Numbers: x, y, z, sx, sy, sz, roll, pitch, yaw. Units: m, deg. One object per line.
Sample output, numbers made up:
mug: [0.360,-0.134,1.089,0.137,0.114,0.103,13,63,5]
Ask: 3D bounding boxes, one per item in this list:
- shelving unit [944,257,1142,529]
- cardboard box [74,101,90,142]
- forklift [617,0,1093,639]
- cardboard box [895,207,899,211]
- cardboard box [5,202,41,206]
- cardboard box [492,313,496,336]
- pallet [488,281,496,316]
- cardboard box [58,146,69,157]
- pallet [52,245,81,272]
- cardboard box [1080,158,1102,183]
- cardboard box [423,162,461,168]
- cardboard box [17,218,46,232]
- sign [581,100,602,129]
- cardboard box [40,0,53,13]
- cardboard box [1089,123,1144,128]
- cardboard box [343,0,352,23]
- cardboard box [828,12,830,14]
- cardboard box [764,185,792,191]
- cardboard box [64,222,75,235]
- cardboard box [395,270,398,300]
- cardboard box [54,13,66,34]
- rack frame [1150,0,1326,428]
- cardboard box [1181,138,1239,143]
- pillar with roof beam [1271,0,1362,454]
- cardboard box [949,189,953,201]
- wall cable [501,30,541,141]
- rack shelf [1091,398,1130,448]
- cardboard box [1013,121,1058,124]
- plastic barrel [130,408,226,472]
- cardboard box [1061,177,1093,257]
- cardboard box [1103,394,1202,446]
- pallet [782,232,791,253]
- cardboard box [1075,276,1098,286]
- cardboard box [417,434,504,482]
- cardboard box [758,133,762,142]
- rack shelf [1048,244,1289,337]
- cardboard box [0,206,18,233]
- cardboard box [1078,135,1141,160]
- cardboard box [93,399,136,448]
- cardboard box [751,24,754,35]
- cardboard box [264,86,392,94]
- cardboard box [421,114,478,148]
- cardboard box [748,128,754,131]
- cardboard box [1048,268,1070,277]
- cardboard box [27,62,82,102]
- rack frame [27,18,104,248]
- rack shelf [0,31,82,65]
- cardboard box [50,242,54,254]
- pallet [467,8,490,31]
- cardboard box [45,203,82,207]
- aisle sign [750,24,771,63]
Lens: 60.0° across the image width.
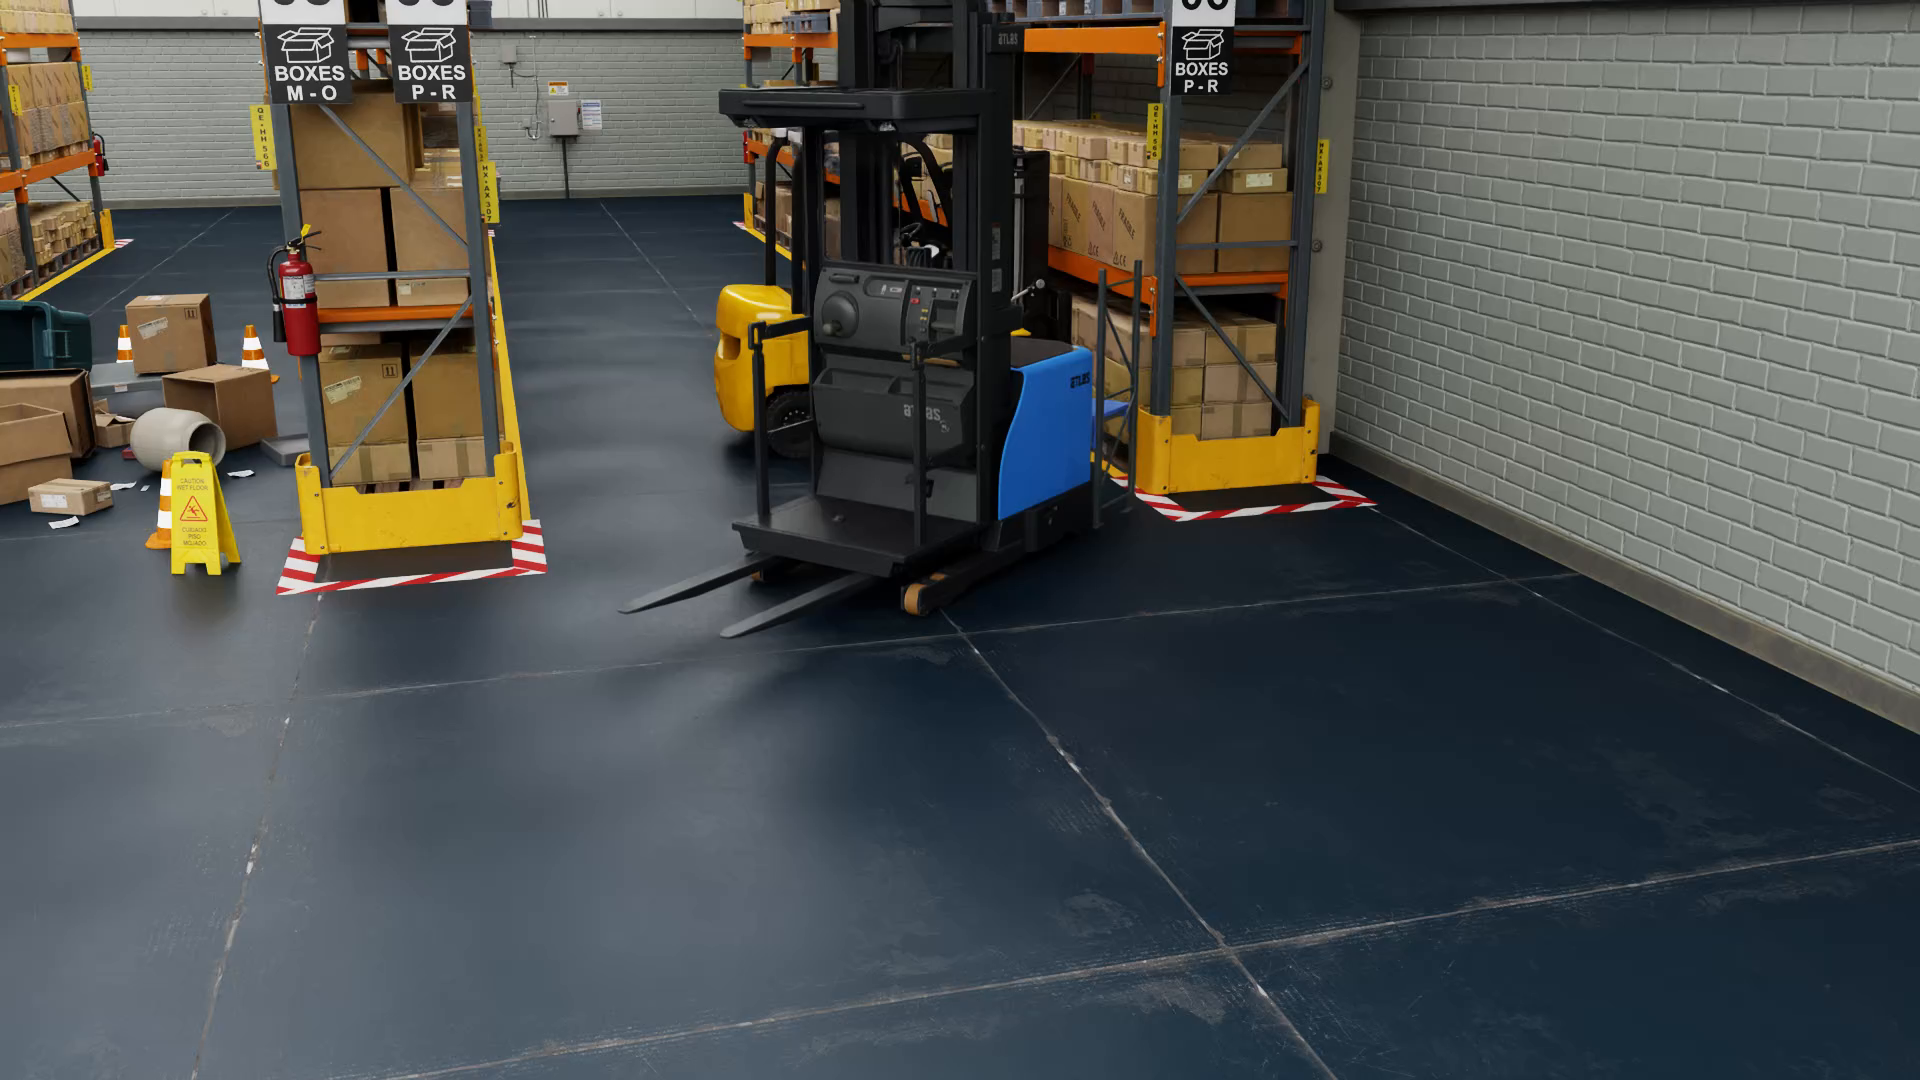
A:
shelving unit: [0.481,-0.924,9.922,1.048,1.500,0.538,10,19,30]
cardboard box: [-11.835,-5.516,21.910,0.500,0.500,0.500,-4,17,-14]
forklift: [-0.463,-1.180,8.285,1.130,2.935,3.031,11,20,32]
cardboard box: [-0.644,-3.802,19.382,0.380,0.149,0.250,-5,17,-16]
cardboard box: [-12.388,-4.378,22.005,0.380,0.149,0.250,-6,18,-18]
cardboard box: [-3.318,-1.202,10.984,0.500,0.500,0.500,-4,17,-14]
pallet: [-5.420,-2.524,17.489,1.003,0.211,1.213,-5,17,-15]
cardboard box: [-11.592,-4.957,21.178,0.380,0.149,0.250,-6,18,-18]
pallet: [-11.664,-3.509,20.765,1.003,0.211,1.213,-5,17,-15]
cardboard box: [1.043,-2.533,11.370,0.380,0.149,0.250,-5,18,-17]
cardboard box: [-3.375,-2.190,10.839,0.500,0.500,0.500,-5,17,-16]
cardboard box: [-11.231,-3.773,19.989,0.380,0.149,0.250,-5,17,-17]
sign: [-6.568,-7.583,29.648,0.329,0.494,0.001,-5,17,-15]
cardboard box: [-11.554,-6.643,20.531,0.500,0.250,0.500,-4,17,-14]
cardboard box: [1.217,-3.150,12.908,0.380,0.149,0.250,-5,17,-16]
cardboard box: [-3.444,-2.816,8.835,0.380,0.149,0.250,-5,17,-15]
cardboard box: [-1.469,-6.805,21.424,0.500,0.250,0.500,-5,17,-17]
cardboard box: [-2.428,-4.830,23.932,0.700,0.500,0.500,-4,17,-13]
cardboard box: [-11.434,-3.926,21.017,0.380,0.149,0.250,-4,17,-12]
cardboard box: [-3.054,-1.482,9.608,0.380,0.149,0.250,-4,17,-14]
cardboard box: [-11.679,-6.549,21.086,0.500,0.250,0.500,-5,17,-15]
rack frame: [1.695,-1.816,10.285,1.000,3.000,0.127,-5,17,-15]
cardboard box: [1.682,-2.574,10.990,0.380,0.149,0.250,-4,17,-14]
pillar with roof beam: [-1.769,-4.613,9.168,9.100,9.000,0.400,-5,17,-15]
cardboard box: [0.205,-2.970,14.385,0.500,0.250,0.500,-4,17,-14]
wall cable: [-7.686,-8.009,29.133,0.588,1.984,0.122,-5,17,-15]
rack shelf: [0.481,-0.752,9.974,1.000,0.185,0.538,10,19,30]
cardboard box: [0.573,-3.248,13.234,0.380,0.149,0.250,-4,17,-14]
plastic barrel: [-5.100,-0.641,10.850,0.512,0.421,0.421,7,18,23]
cardboard box: [1.032,-2.266,11.607,0.500,0.500,0.500,-5,17,-16]
cardboard box: [1.262,-0.806,10.970,0.500,0.250,0.500,-5,17,-15]
pallet: [-1.791,-3.990,22.369,1.003,0.211,1.213,-5,17,-15]
cardboard box: [1.196,-1.885,12.826,0.500,0.250,0.500,-5,17,-15]
cardboard box: [-3.033,-0.552,10.126,0.500,0.250,0.500,-5,17,-16]
cardboard box: [-2.761,-5.943,24.458,0.380,0.149,0.250,-4,17,-14]
rack shelf: [1.145,-2.025,12.230,1.077,0.370,4.000,-5,17,-15]
cardboard box: [-10.659,-3.500,18.202,0.500,0.250,0.500,-5,17,-17]
cardboard box: [1.023,-2.674,11.321,0.380,0.149,0.250,-4,17,-14]
cardboard box: [-6.016,-0.825,11.737,0.396,0.266,0.258,11,20,32]
cardboard box: [-2.838,-7.452,24.269,0.380,0.149,0.250,-4,17,-14]
cardboard box: [-3.798,-2.490,10.098,0.700,0.500,0.500,-5,17,-16]
cardboard box: [-4.029,-3.073,13.048,0.500,0.500,0.500,-4,17,-14]
cardboard box: [-2.837,-6.166,24.509,0.500,0.250,0.500,-5,17,-15]
cardboard box: [0.557,-1.985,13.158,0.500,0.250,0.500,-5,17,-15]
cardboard box: [-11.841,-5.992,21.756,0.500,0.500,0.500,-5,17,-16]
rack frame: [-12.206,-5.429,22.313,1.000,3.000,0.127,-5,17,-15]
rack shelf: [-11.656,-5.968,20.143,1.077,0.370,4.000,-5,17,-15]
cardboard box: [-11.314,-3.561,20.319,0.380,0.149,0.250,-5,18,-18]
pallet: [-4.531,-4.342,13.805,1.213,0.211,1.003,-5,17,-15]
cardboard box: [-11.803,-4.350,21.910,0.380,0.149,0.250,-4,17,-14]
aisle sign: [-3.004,-7.483,24.630,0.394,0.787,0.004,-5,17,-15]
